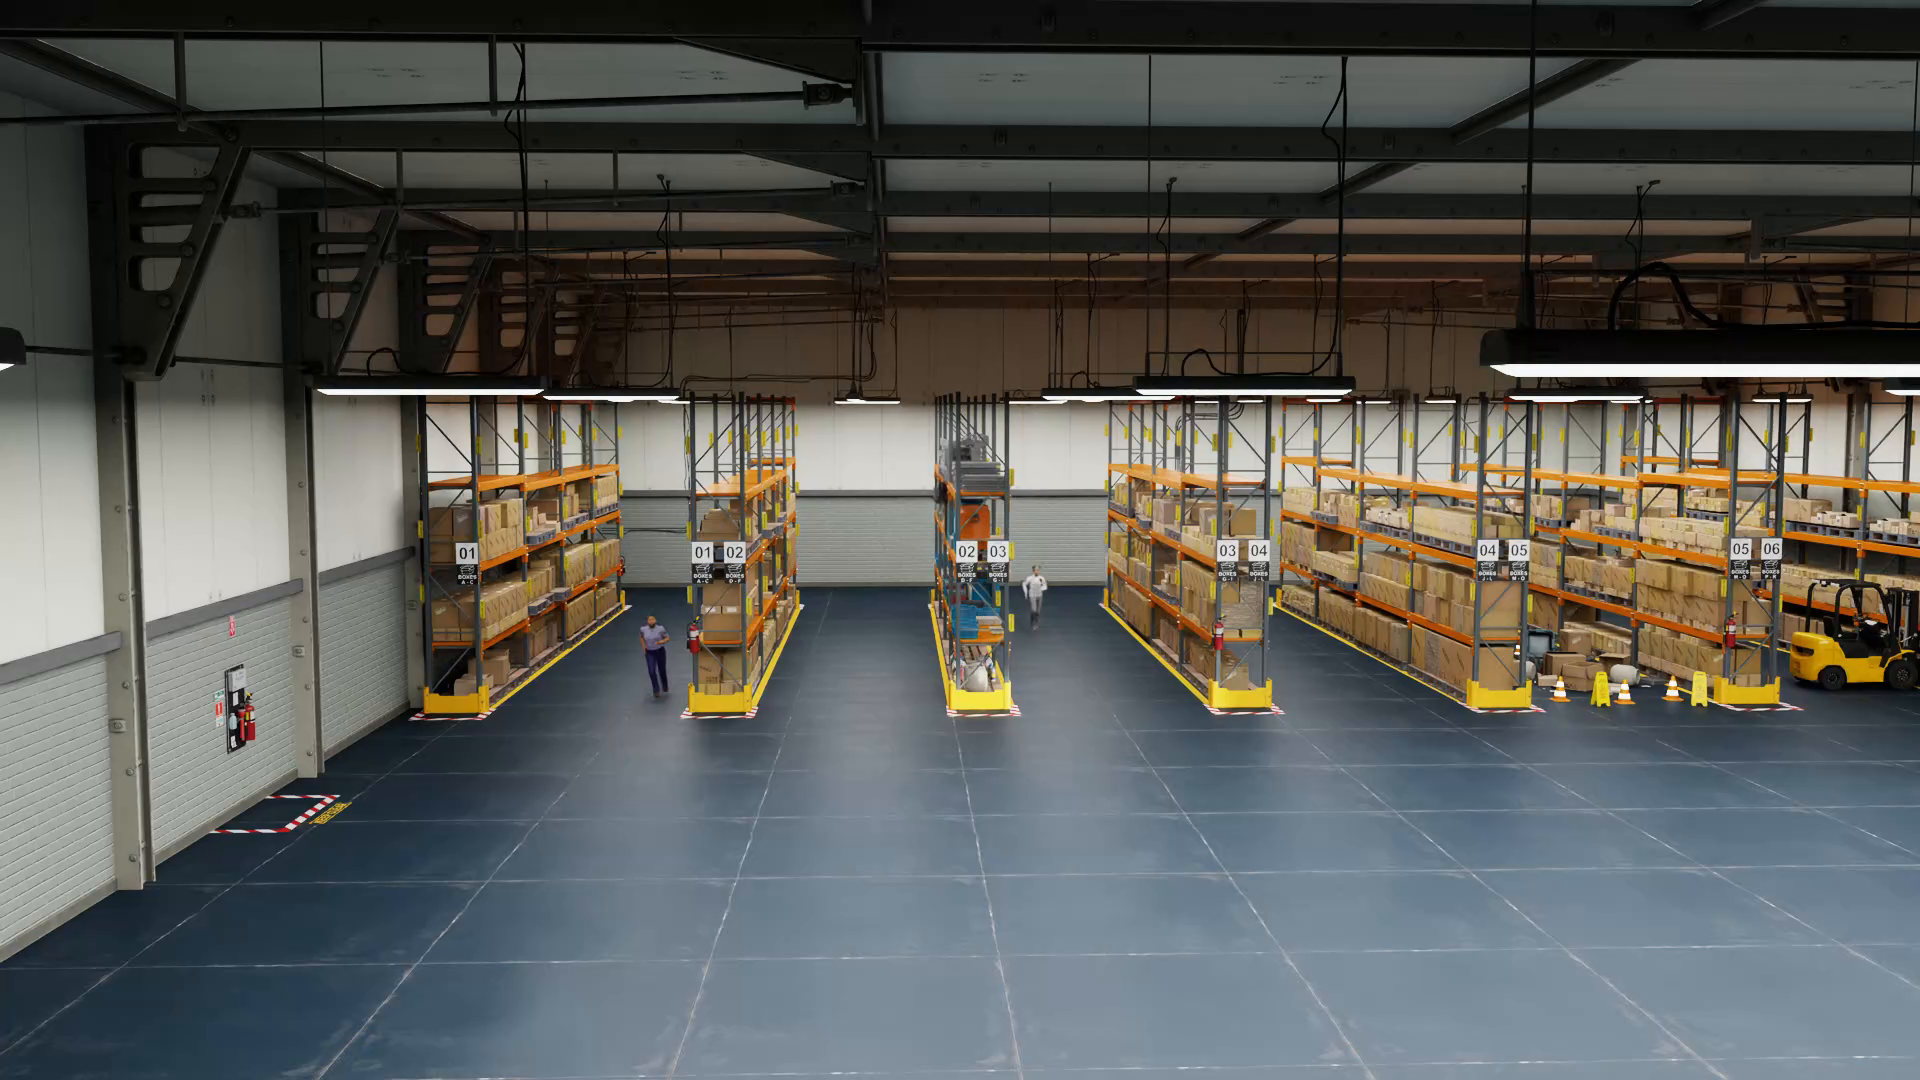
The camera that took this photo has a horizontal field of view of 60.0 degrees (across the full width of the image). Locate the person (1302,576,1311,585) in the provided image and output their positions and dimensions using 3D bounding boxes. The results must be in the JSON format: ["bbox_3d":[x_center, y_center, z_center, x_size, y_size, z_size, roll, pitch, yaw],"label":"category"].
[{"bbox_3d":[10.482,0.853,50.016,0.687,1.740,0.865,4,6,43],"label":"person"}]

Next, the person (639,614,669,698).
[{"bbox_3d":[-6.042,2.304,32.864,0.600,1.530,0.882,-1,5,-9],"label":"person"}]

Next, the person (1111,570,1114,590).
[{"bbox_3d":[4.575,0.996,48.837,0.523,1.667,0.627,3,6,36],"label":"person"}]

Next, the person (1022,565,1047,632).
[{"bbox_3d":[1.935,1.489,42.402,0.573,1.713,0.685,-1,5,-13],"label":"person"}]
